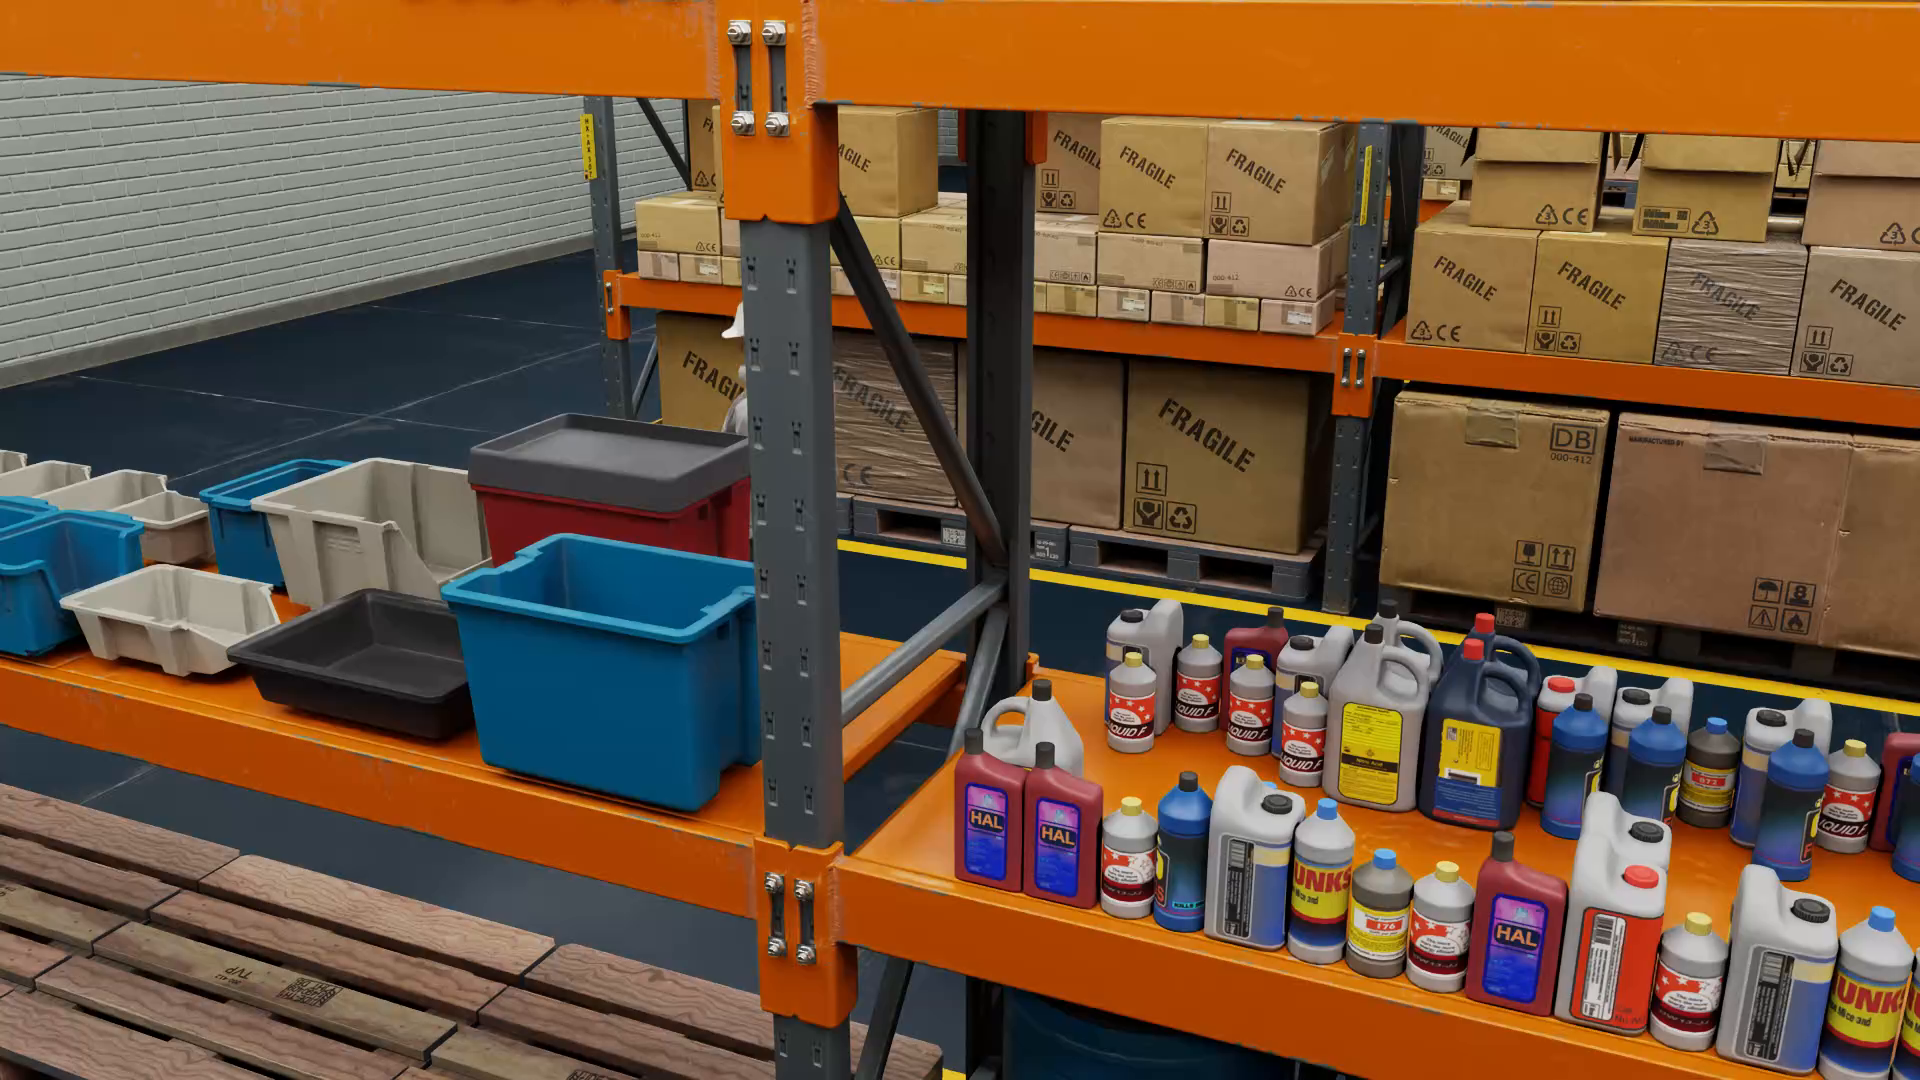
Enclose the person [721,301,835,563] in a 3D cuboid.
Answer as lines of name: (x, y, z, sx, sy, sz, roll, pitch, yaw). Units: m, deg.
person: (-0.687, -0.052, 6.194, 0.358, 1.766, 0.533, 9, 21, 24)
